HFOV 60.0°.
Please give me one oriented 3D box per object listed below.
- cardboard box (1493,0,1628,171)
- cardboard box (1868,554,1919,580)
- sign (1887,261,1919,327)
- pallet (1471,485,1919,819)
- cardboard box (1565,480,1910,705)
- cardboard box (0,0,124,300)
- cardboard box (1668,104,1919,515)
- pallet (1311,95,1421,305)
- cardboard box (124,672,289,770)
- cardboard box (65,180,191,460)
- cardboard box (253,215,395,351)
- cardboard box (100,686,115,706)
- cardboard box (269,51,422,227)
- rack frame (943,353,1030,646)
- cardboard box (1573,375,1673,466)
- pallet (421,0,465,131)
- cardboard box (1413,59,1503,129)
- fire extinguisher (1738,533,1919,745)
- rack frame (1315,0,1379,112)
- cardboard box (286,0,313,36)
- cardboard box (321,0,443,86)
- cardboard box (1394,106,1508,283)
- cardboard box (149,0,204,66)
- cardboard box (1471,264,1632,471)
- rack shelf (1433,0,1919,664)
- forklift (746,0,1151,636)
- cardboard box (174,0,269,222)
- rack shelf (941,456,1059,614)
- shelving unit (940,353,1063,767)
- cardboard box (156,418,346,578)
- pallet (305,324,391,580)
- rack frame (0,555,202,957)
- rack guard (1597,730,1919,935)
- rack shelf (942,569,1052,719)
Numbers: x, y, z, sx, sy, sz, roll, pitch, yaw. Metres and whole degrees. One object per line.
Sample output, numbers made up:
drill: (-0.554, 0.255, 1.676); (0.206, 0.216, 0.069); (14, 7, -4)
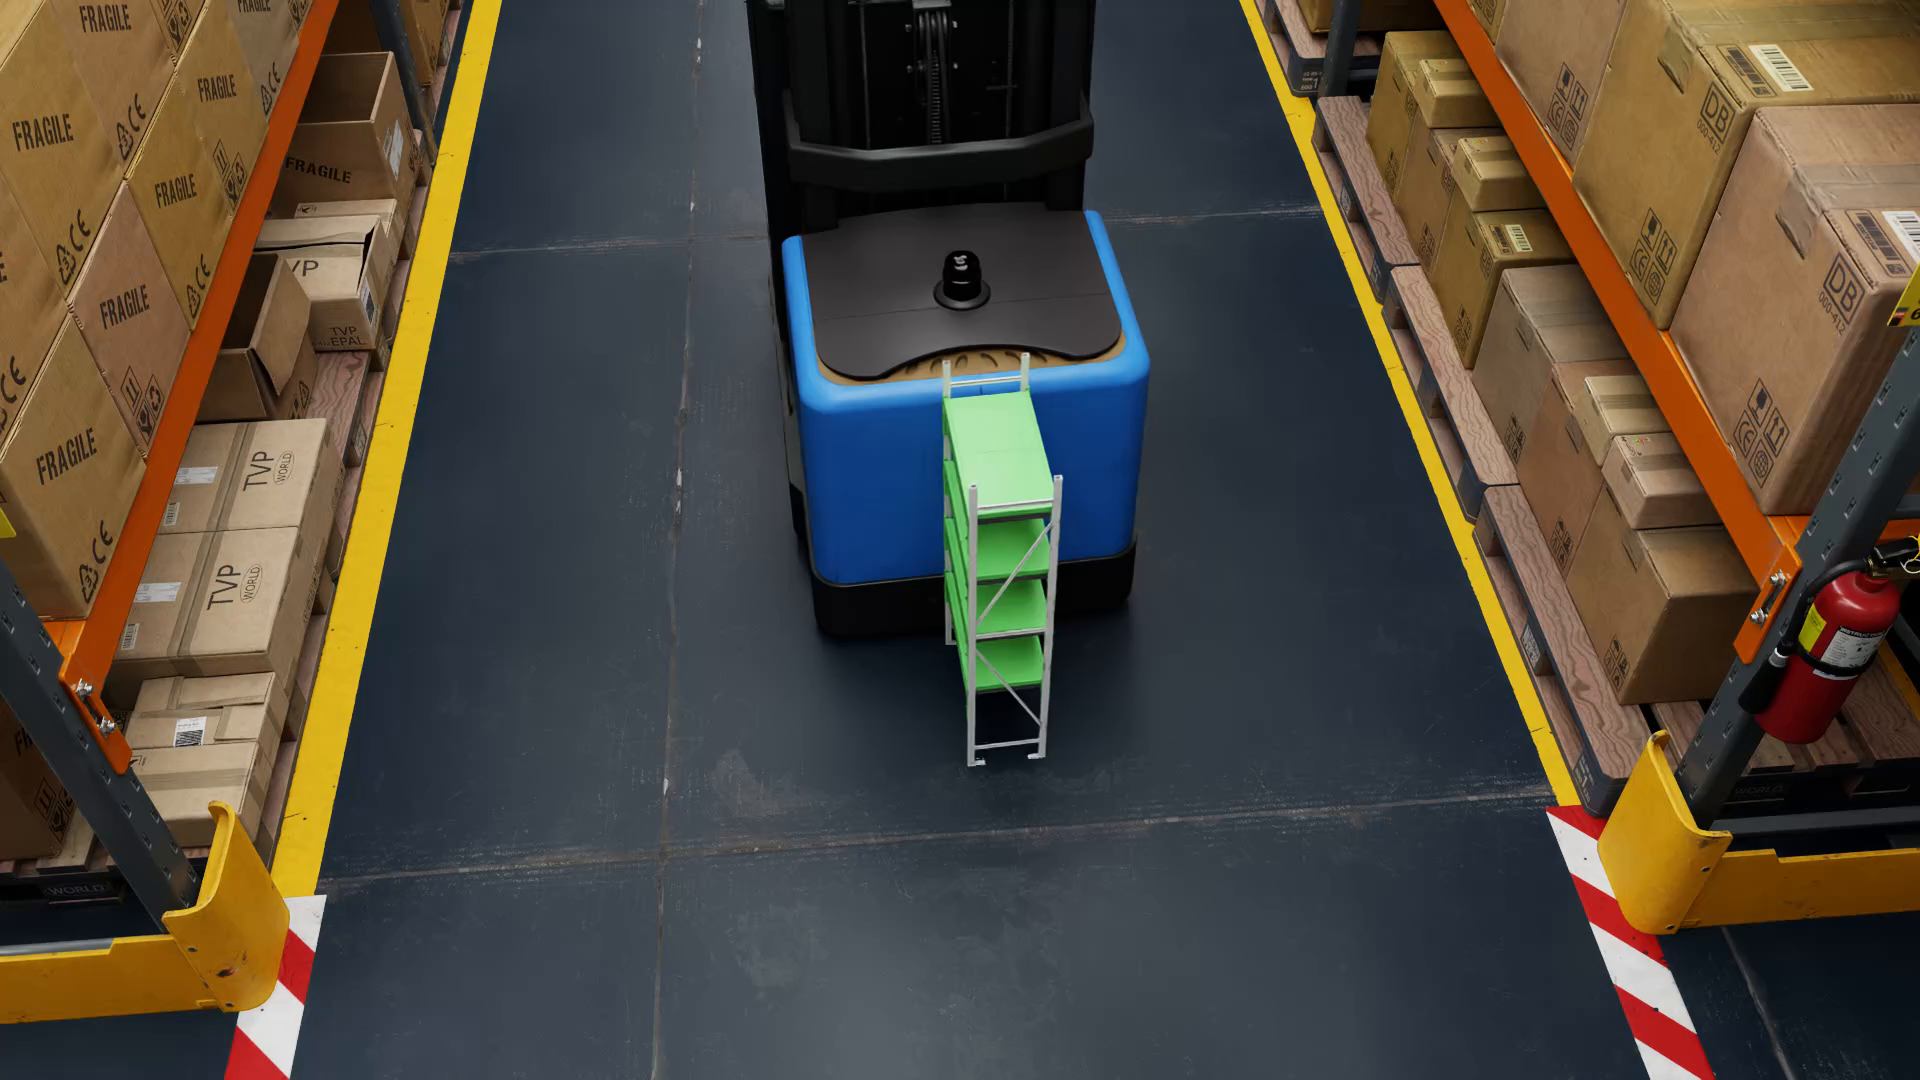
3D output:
cardboard box: (2.283, -1.639, 5.030); (0.980, 0.700, 0.700); (-6, 47, -5)
cardboard box: (2.514, -0.020, 4.688); (0.380, 0.149, 0.250); (-3, 47, -3)
sign: (1.921, -0.546, 3.241); (0.100, 0.325, 0.005); (-3, 47, -3)
pallet: (2.318, 0.295, 5.325); (1.003, 0.211, 1.213); (-3, 47, -3)
cardboard box: (2.304, 0.125, 4.998); (0.700, 0.500, 0.500); (-3, 47, -3)
cardboard box: (-2.299, -0.879, 3.759); (0.500, 0.500, 0.500); (-3, 47, -3)
cardboard box: (2.410, -0.561, 4.009); (0.980, 0.700, 0.700); (-2, 47, -1)
pallet: (2.113, -1.470, 6.997); (1.003, 0.211, 1.213); (-3, 47, -3)
cardboard box: (-2.187, 0.532, 4.828); (0.380, 0.166, 0.250); (-3, 47, -3)
cardboard box: (-2.296, -0.530, 4.117); (0.500, 0.500, 0.500); (-4, 47, -4)
cardboard box: (-2.415, -0.969, 6.151); (0.500, 0.311, 0.500); (-3, 47, -3)
cardboard box: (-2.709, 0.360, 4.991); (0.380, 0.166, 0.250); (-3, 47, -3)
cardboard box: (-2.478, -1.577, 6.596); (0.500, 0.500, 0.500); (-3, 47, -3)
rack frame: (0.072, -0.086, 5.005); (0.240, 1.200, 0.015); (-6, 47, -6)
cardboard box: (2.090, -0.365, 5.015); (0.380, 0.149, 0.250); (-2, 47, -2)
pallet: (-2.914, -2.307, 7.790); (1.003, 0.211, 1.213); (-3, 47, -3)
cardboard box: (1.935, -1.685, 6.266); (0.380, 0.149, 0.250); (-2, 47, -2)
fire extinguisher: (2.015, 0.202, 3.803); (0.296, 0.674, 0.183); (-3, 47, -3)
rack frame: (2.128, -2.984, 6.510); (1.000, 3.000, 0.127); (-3, 47, -3)
cardboard box: (-2.466, -1.995, 5.505); (0.500, 0.500, 0.500); (-2, 47, -2)
cardboard box: (-2.606, -2.336, 7.316); (0.500, 0.500, 0.500); (-5, 47, -5)
cardboard box: (2.127, -1.358, 6.402); (0.700, 0.500, 0.500); (-4, 47, -4)
cardboard box: (-2.380, -1.609, 4.450); (0.500, 0.500, 0.500); (-4, 47, -4)
cardboard box: (2.220, -0.601, 5.685); (0.700, 0.500, 0.500); (-5, 47, -5)
rack shelf: (2.295, -1.289, 5.401); (1.077, 0.370, 4.000); (-3, 47, -3)
forklift: (-0.156, -1.780, 5.417); (1.130, 2.935, 3.031); (-6, 47, -6)
cardboard box: (-2.376, -1.255, 4.804); (0.500, 0.500, 0.500); (-3, 47, -3)
rack shelf: (0.107, -0.032, 4.711); (0.258, 0.148, 0.480); (-6, 47, -6)
shelving unit: (0.107, 0.089, 4.839); (0.258, 1.200, 0.503); (-6, 47, -6)
cardboard box: (-2.320, -0.126, 5.394); (0.500, 0.250, 0.500); (-3, 47, -3)
pallet: (-2.647, -0.339, 5.926); (1.003, 0.211, 1.213); (-3, 47, -3)
rack frame: (-2.473, 0.214, 3.481); (1.000, 3.000, 0.127); (-3, 47, -3)
rack guard: (2.465, 0.787, 4.660); (1.175, 0.500, 0.348); (-3, 47, -3)
rack shelf: (0.107, 0.298, 5.060); (0.258, 0.148, 0.480); (-6, 47, -6)
